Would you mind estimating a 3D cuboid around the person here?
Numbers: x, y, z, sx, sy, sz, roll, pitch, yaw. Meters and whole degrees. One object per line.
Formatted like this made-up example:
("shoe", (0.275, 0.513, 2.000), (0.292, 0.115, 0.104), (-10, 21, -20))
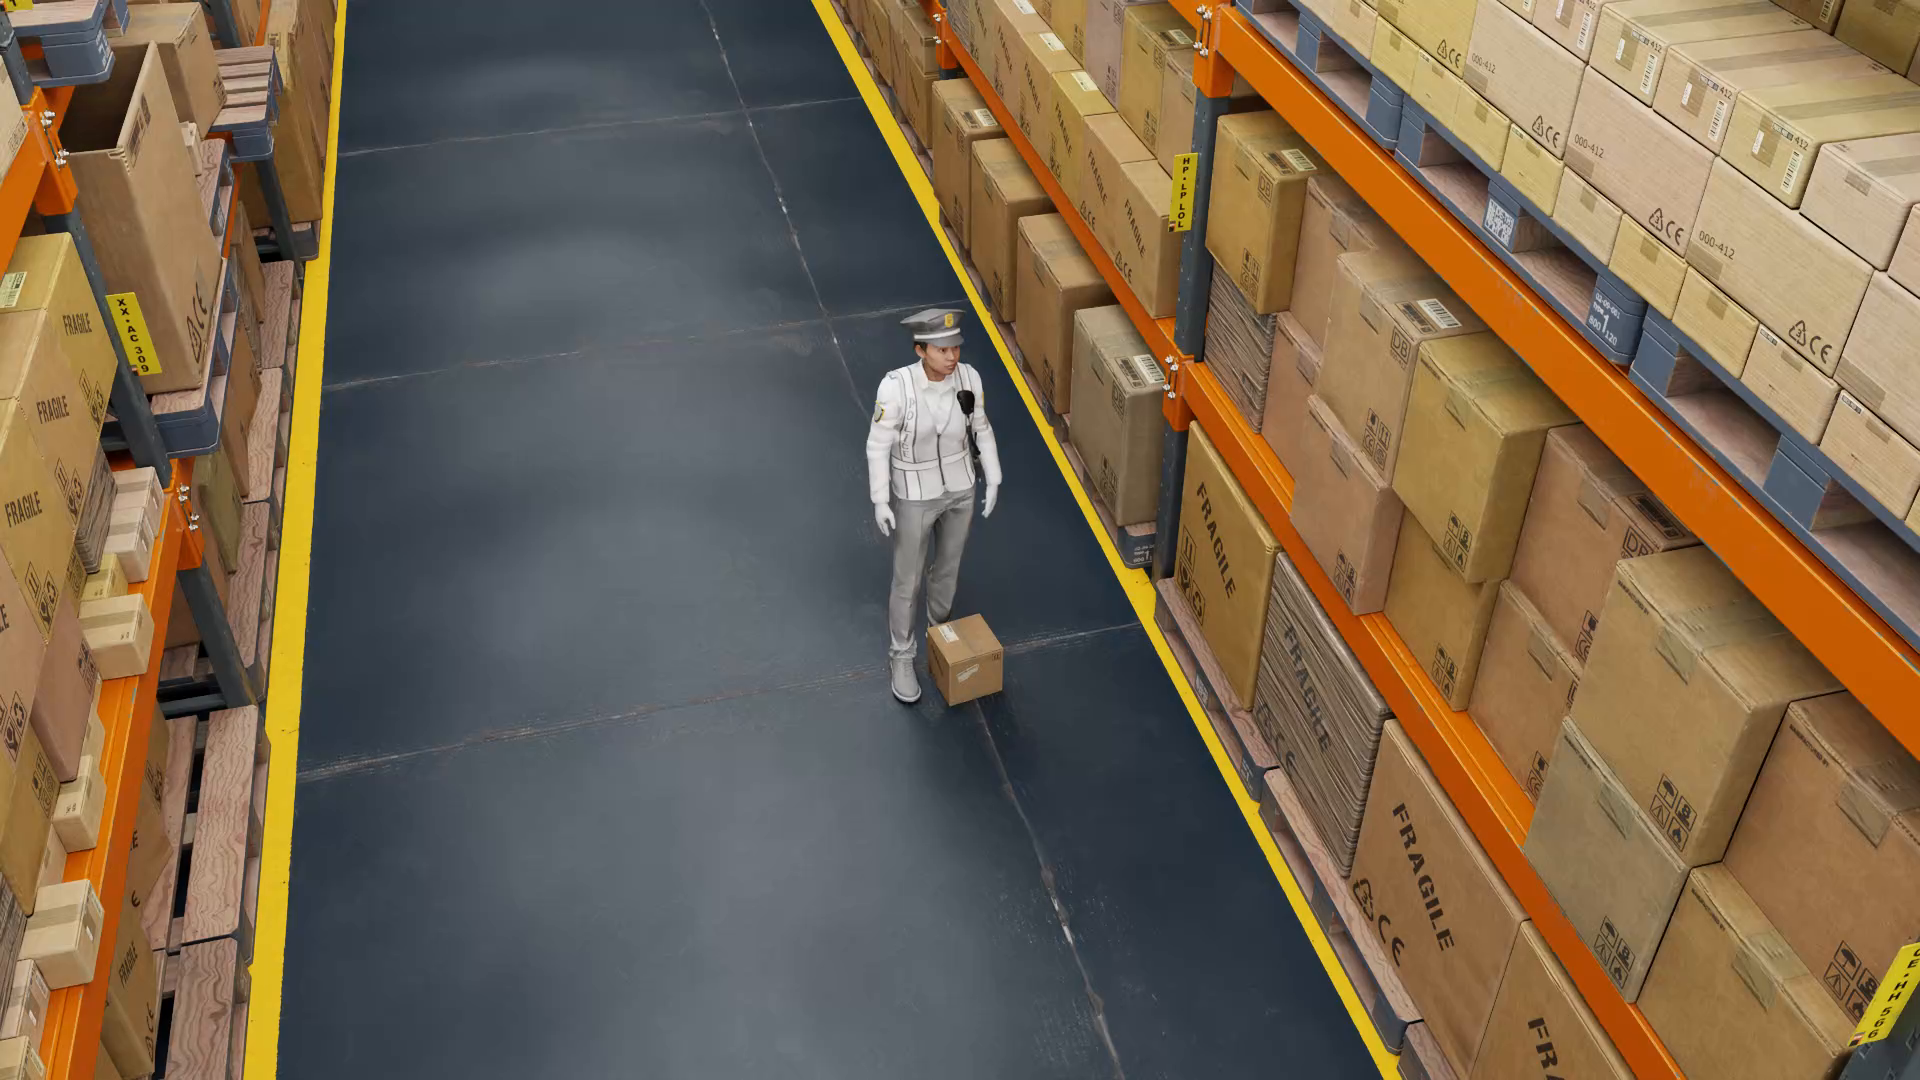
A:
("person", (-0.083, -0.168, 6.883), (0.587, 1.696, 0.534), (-14, 41, -17))
